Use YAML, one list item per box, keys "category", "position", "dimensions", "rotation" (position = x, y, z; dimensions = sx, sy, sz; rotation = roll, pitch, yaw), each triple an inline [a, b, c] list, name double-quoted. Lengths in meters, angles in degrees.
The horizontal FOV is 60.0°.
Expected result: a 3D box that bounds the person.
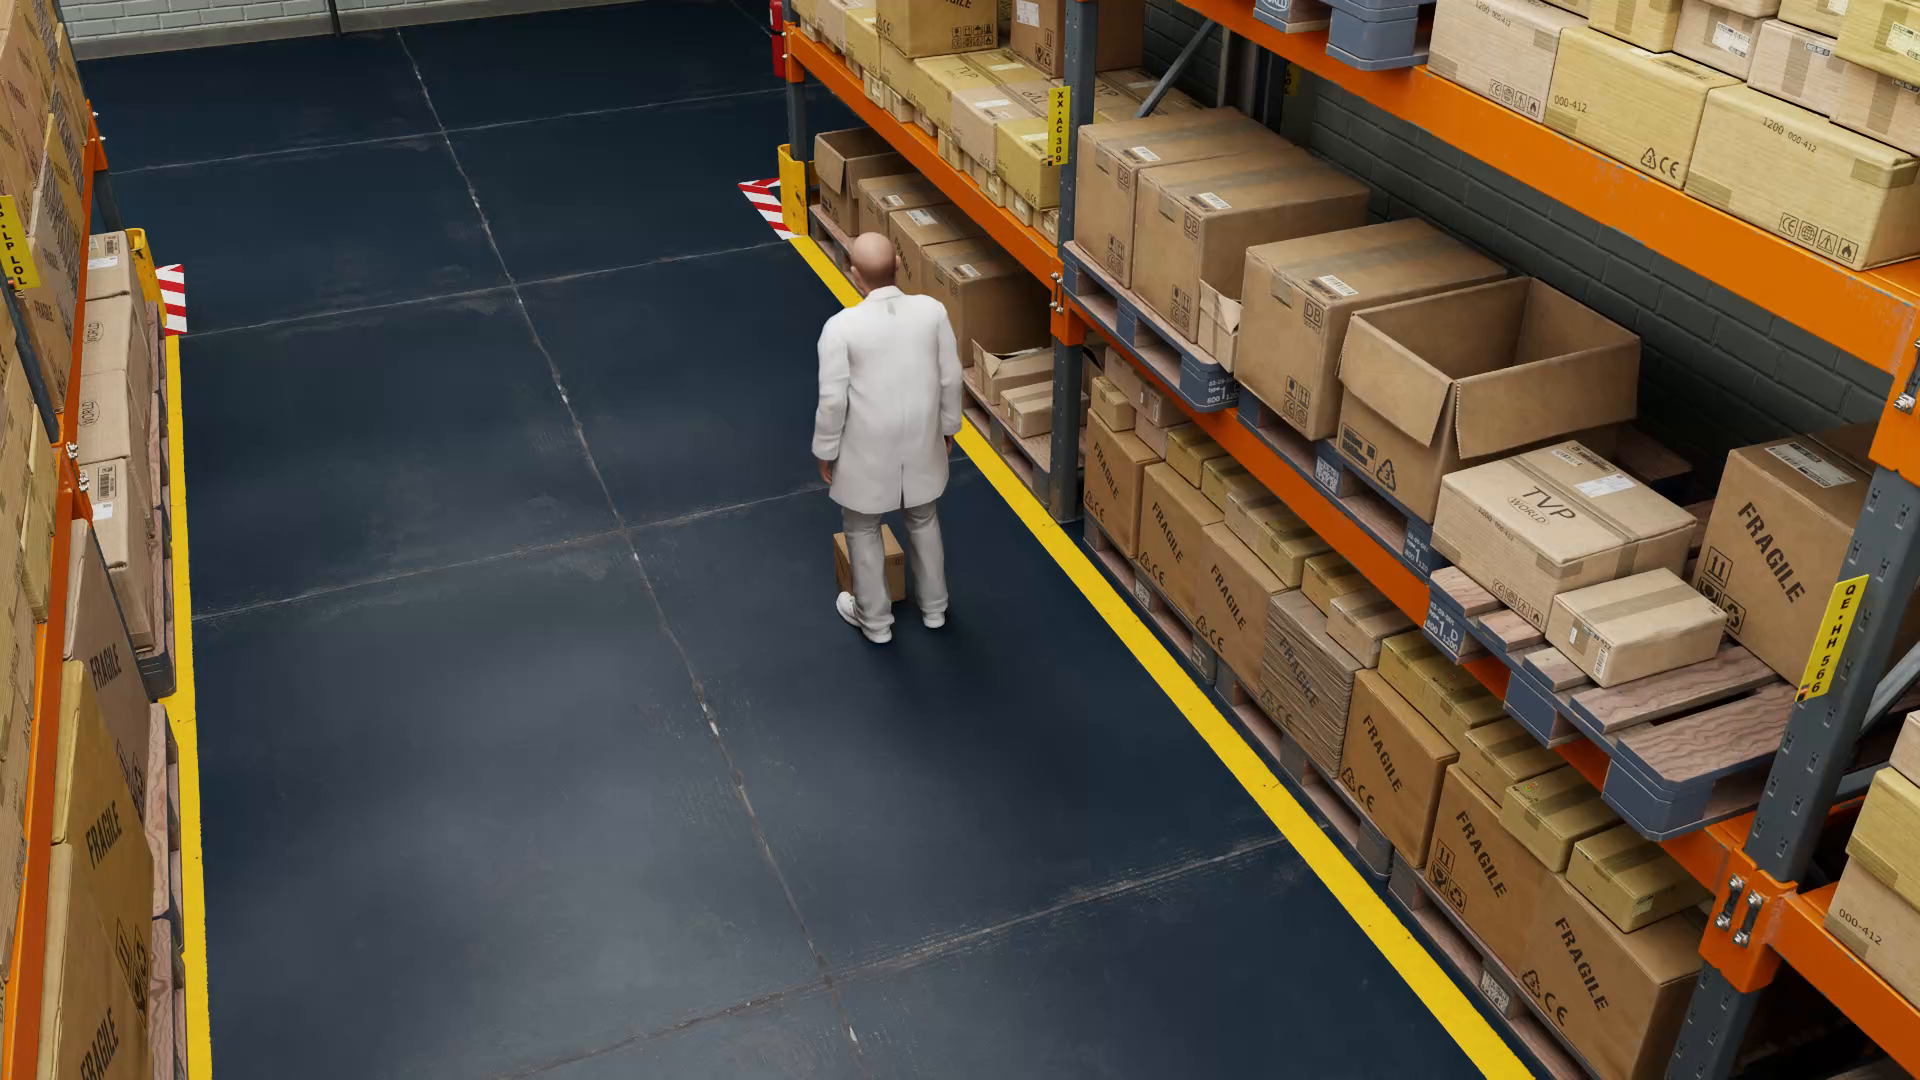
- category: "person"
  position: [-0.292, -0.398, 6.767]
  dimensions: [0.640, 1.773, 0.426]
  rotation: [-13, 35, -19]
